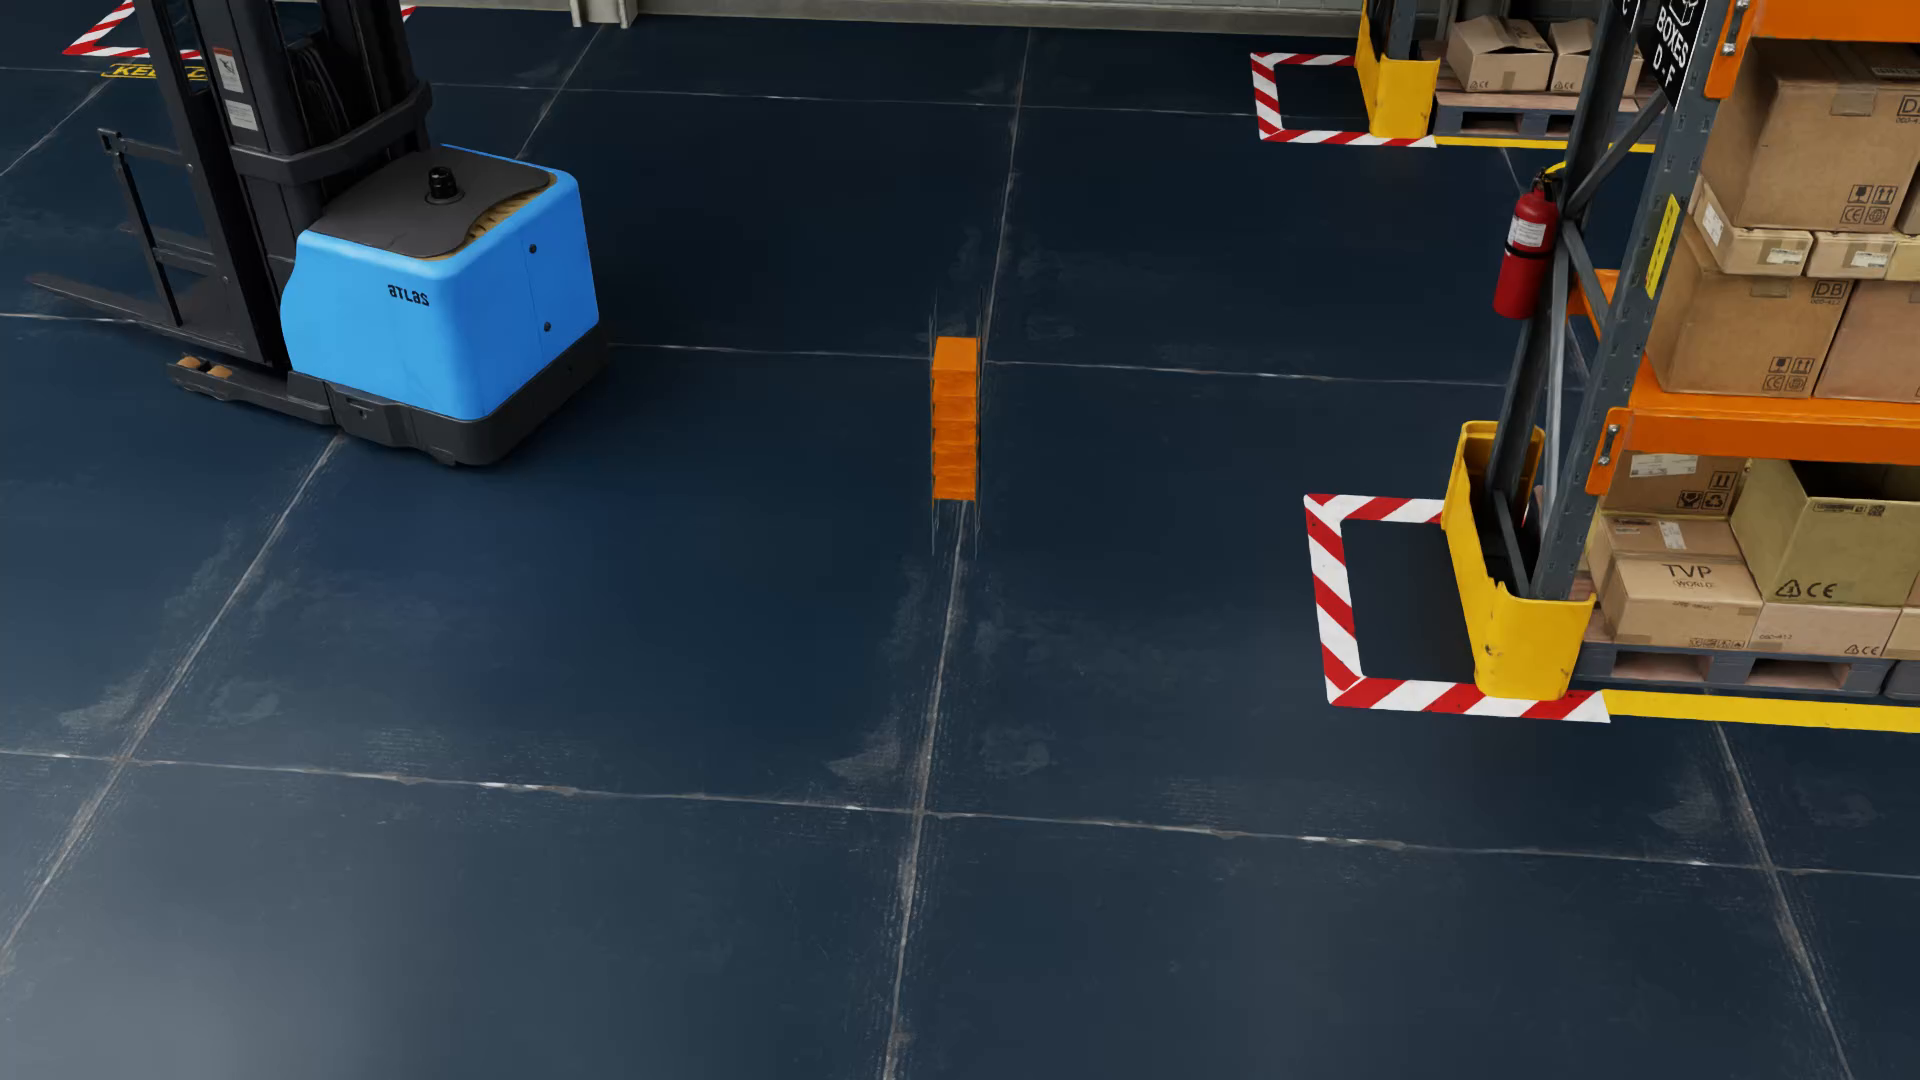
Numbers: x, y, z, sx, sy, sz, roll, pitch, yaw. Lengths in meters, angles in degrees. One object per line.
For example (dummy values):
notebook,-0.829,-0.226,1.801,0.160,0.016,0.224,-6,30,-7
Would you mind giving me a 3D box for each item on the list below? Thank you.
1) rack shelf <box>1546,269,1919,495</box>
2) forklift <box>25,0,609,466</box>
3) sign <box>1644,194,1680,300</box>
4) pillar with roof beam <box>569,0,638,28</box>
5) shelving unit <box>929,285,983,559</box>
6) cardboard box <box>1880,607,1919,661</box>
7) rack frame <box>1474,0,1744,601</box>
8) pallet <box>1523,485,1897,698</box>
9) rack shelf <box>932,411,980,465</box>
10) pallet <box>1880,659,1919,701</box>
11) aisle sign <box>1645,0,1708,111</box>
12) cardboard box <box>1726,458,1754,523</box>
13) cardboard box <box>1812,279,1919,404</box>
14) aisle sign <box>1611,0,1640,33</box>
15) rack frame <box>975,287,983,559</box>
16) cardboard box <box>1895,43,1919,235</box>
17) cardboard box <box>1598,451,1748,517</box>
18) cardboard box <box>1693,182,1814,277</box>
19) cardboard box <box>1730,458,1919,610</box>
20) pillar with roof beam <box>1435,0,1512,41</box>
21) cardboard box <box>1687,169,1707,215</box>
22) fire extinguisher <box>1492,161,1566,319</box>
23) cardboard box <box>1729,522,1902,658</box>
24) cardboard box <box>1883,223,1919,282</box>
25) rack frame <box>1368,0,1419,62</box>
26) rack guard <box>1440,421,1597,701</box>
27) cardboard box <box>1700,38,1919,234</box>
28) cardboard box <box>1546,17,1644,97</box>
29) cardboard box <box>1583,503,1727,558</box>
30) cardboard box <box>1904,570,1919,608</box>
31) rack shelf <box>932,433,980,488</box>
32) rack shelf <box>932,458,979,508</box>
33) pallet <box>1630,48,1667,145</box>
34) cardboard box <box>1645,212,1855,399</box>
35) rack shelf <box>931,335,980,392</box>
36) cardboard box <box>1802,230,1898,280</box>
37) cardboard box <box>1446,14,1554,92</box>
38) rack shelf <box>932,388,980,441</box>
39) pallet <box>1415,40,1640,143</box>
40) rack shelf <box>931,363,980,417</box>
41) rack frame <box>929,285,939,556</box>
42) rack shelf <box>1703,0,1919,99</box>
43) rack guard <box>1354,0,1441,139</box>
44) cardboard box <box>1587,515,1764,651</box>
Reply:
rack shelf,4.267,-0.521,6.083,4.000,0.370,1.077,3,39,4
forklift,-3.295,-2.098,7.506,3.031,2.935,1.130,16,42,19
sign,2.220,-0.926,5.263,0.005,0.325,0.100,3,39,4
pillar with roof beam,-2.879,-4.476,5.621,0.400,9.000,9.100,3,39,4
shelving unit,-0.014,-0.466,6.872,0.189,1.200,0.258,3,39,4
cardboard box,3.786,0.217,6.453,0.500,0.250,0.500,3,39,4
rack frame,2.274,-0.909,5.990,0.127,3.000,1.000,3,39,4
pallet,3.040,0.188,6.851,1.213,0.211,1.003,3,39,4
rack shelf,-0.014,-0.432,6.900,0.180,0.103,0.258,3,39,4
pallet,4.252,0.256,6.768,1.213,0.211,1.003,3,39,4
aisle sign,2.182,-1.728,4.937,0.004,0.787,0.394,3,39,4
cardboard box,3.333,-0.142,6.894,0.500,0.250,0.500,3,39,4
cardboard box,3.262,-0.888,5.886,0.500,0.500,0.700,4,39,5
aisle sign,2.234,-2.105,5.401,0.004,0.787,0.394,3,39,4
rack frame,0.077,-0.461,6.866,0.006,1.200,0.240,3,39,4
cardboard box,3.315,-1.389,5.473,0.500,0.500,0.700,2,39,3
cardboard box,2.834,-0.454,6.683,0.500,0.500,0.500,3,39,4
cardboard box,2.646,-1.042,5.561,0.250,0.149,0.380,3,39,4
cardboard box,3.288,-0.101,6.249,0.500,0.500,0.500,3,39,4
pillar with roof beam,3.098,-4.149,5.219,0.400,9.000,9.100,3,39,4
cardboard box,2.671,-1.298,5.875,0.250,0.149,0.380,3,39,3
fire extinguisher,2.196,-1.177,6.381,0.183,0.674,0.296,3,39,4
cardboard box,3.288,0.189,6.487,0.500,0.250,0.500,3,39,4
cardboard box,3.158,-1.015,5.528,0.250,0.149,0.380,3,39,4
rack frame,2.698,-4.024,9.818,0.127,3.000,1.000,3,39,4
rack guard,2.250,0.060,6.781,0.348,0.500,1.175,3,39,4
cardboard box,2.791,-1.414,5.504,0.500,0.500,0.700,3,39,4
cardboard box,3.947,-3.027,10.374,0.500,0.311,0.500,6,40,8
cardboard box,2.834,-0.162,6.918,0.500,0.250,0.500,3,39,4
cardboard box,3.787,-0.082,6.225,0.500,0.500,0.500,3,39,4
rack shelf,-0.014,-0.339,6.976,0.180,0.103,0.258,3,39,4
rack shelf,-0.014,-0.246,7.052,0.180,0.103,0.258,3,39,4
pallet,4.792,-2.804,10.528,1.213,0.211,1.003,3,39,4
cardboard box,2.738,-0.914,5.917,0.500,0.500,0.700,3,39,4
rack shelf,-0.014,-0.711,6.673,0.180,0.103,0.258,3,39,4
cardboard box,2.910,-1.029,5.545,0.250,0.149,0.380,2,39,3
cardboard box,3.379,-3.058,10.412,0.500,0.311,0.500,-1,39,-1
rack shelf,-0.014,-0.525,6.824,0.180,0.103,0.258,3,39,4
pallet,3.580,-2.872,10.611,1.213,0.211,1.003,3,39,4
rack shelf,-0.014,-0.618,6.749,0.180,0.103,0.258,3,39,4
rack frame,-0.106,-0.471,6.878,0.006,1.200,0.240,3,39,4
rack shelf,4.267,-1.684,5.136,4.000,0.370,1.077,3,39,4
rack guard,2.774,-3.051,10.602,0.348,0.500,1.175,3,39,4
cardboard box,2.789,0.164,6.518,0.500,0.250,0.500,3,39,4
